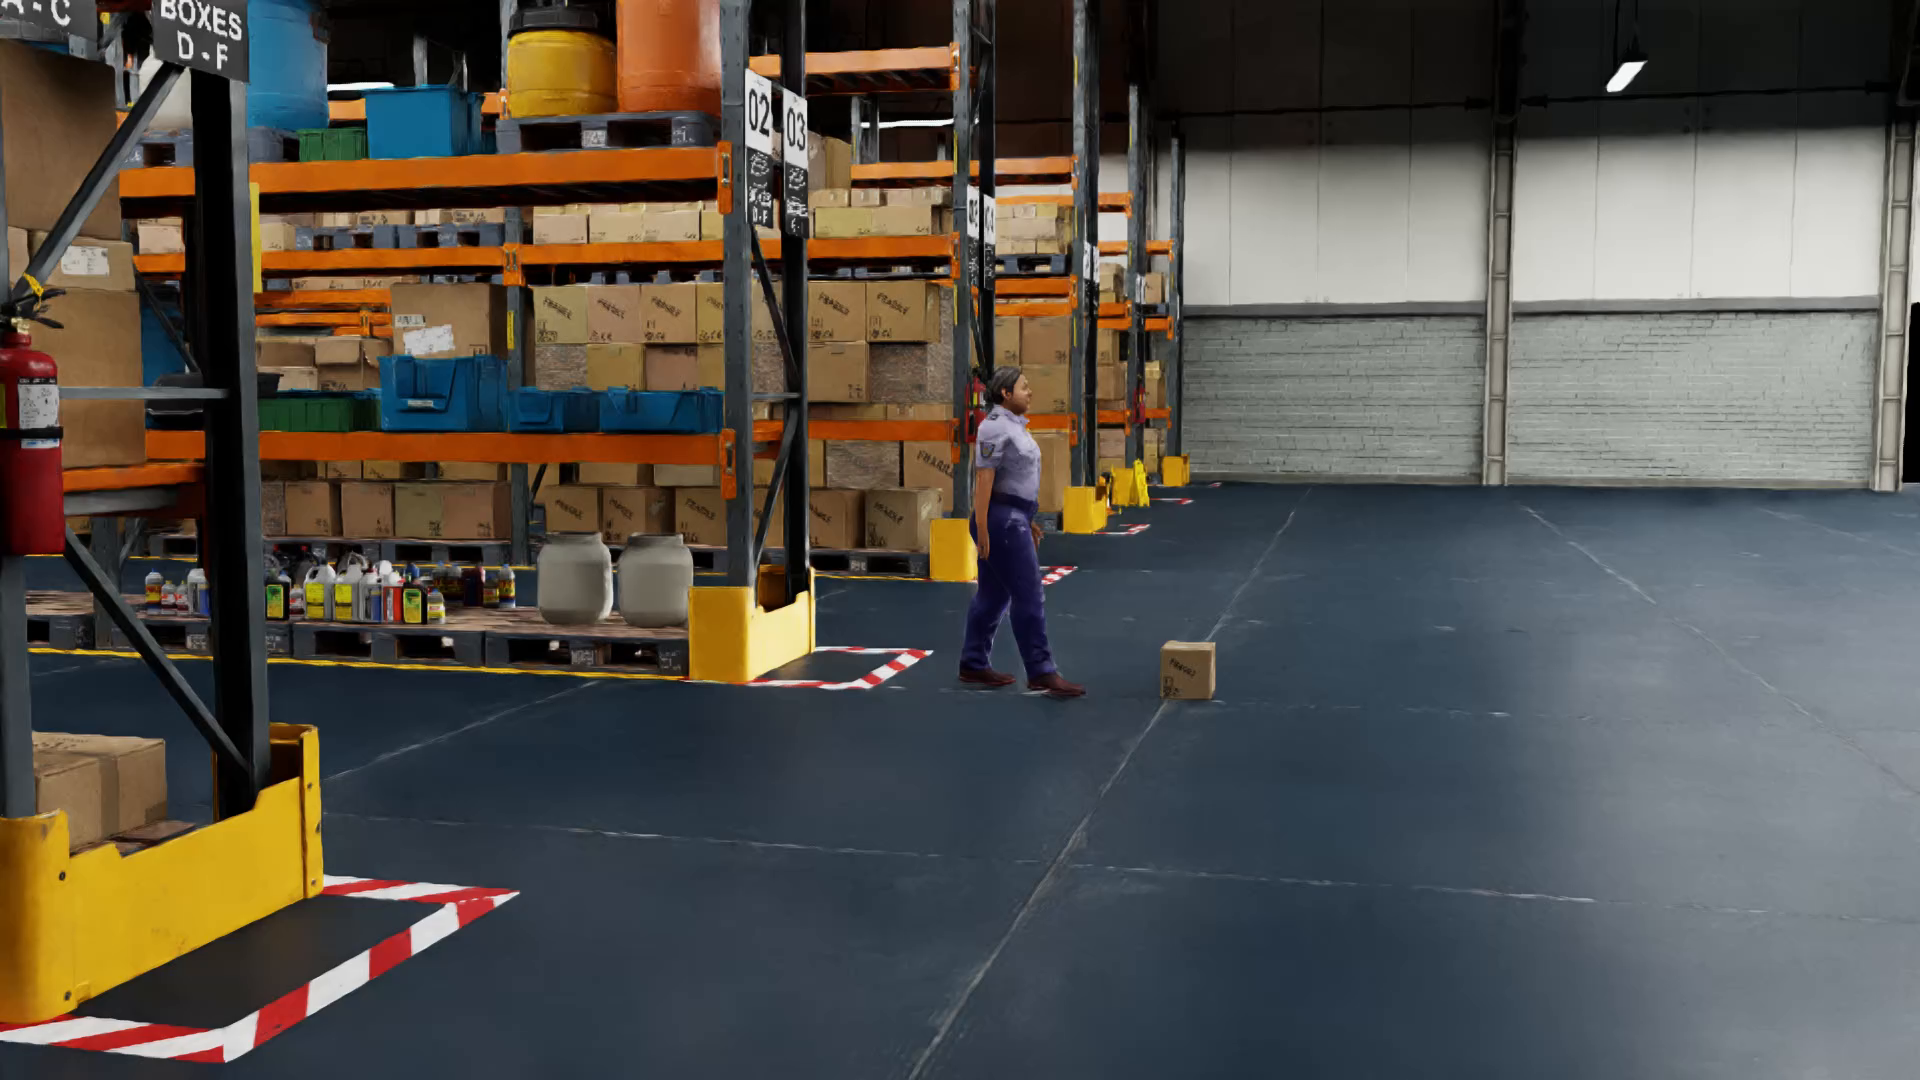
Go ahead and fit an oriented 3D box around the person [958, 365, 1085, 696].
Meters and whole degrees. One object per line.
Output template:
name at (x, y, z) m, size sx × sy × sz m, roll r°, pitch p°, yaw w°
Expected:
person at (0.322, -0.065, 8.455) m, size 0.677 × 1.638 × 0.494 m, roll 1°, pitch 5°, yaw 10°
